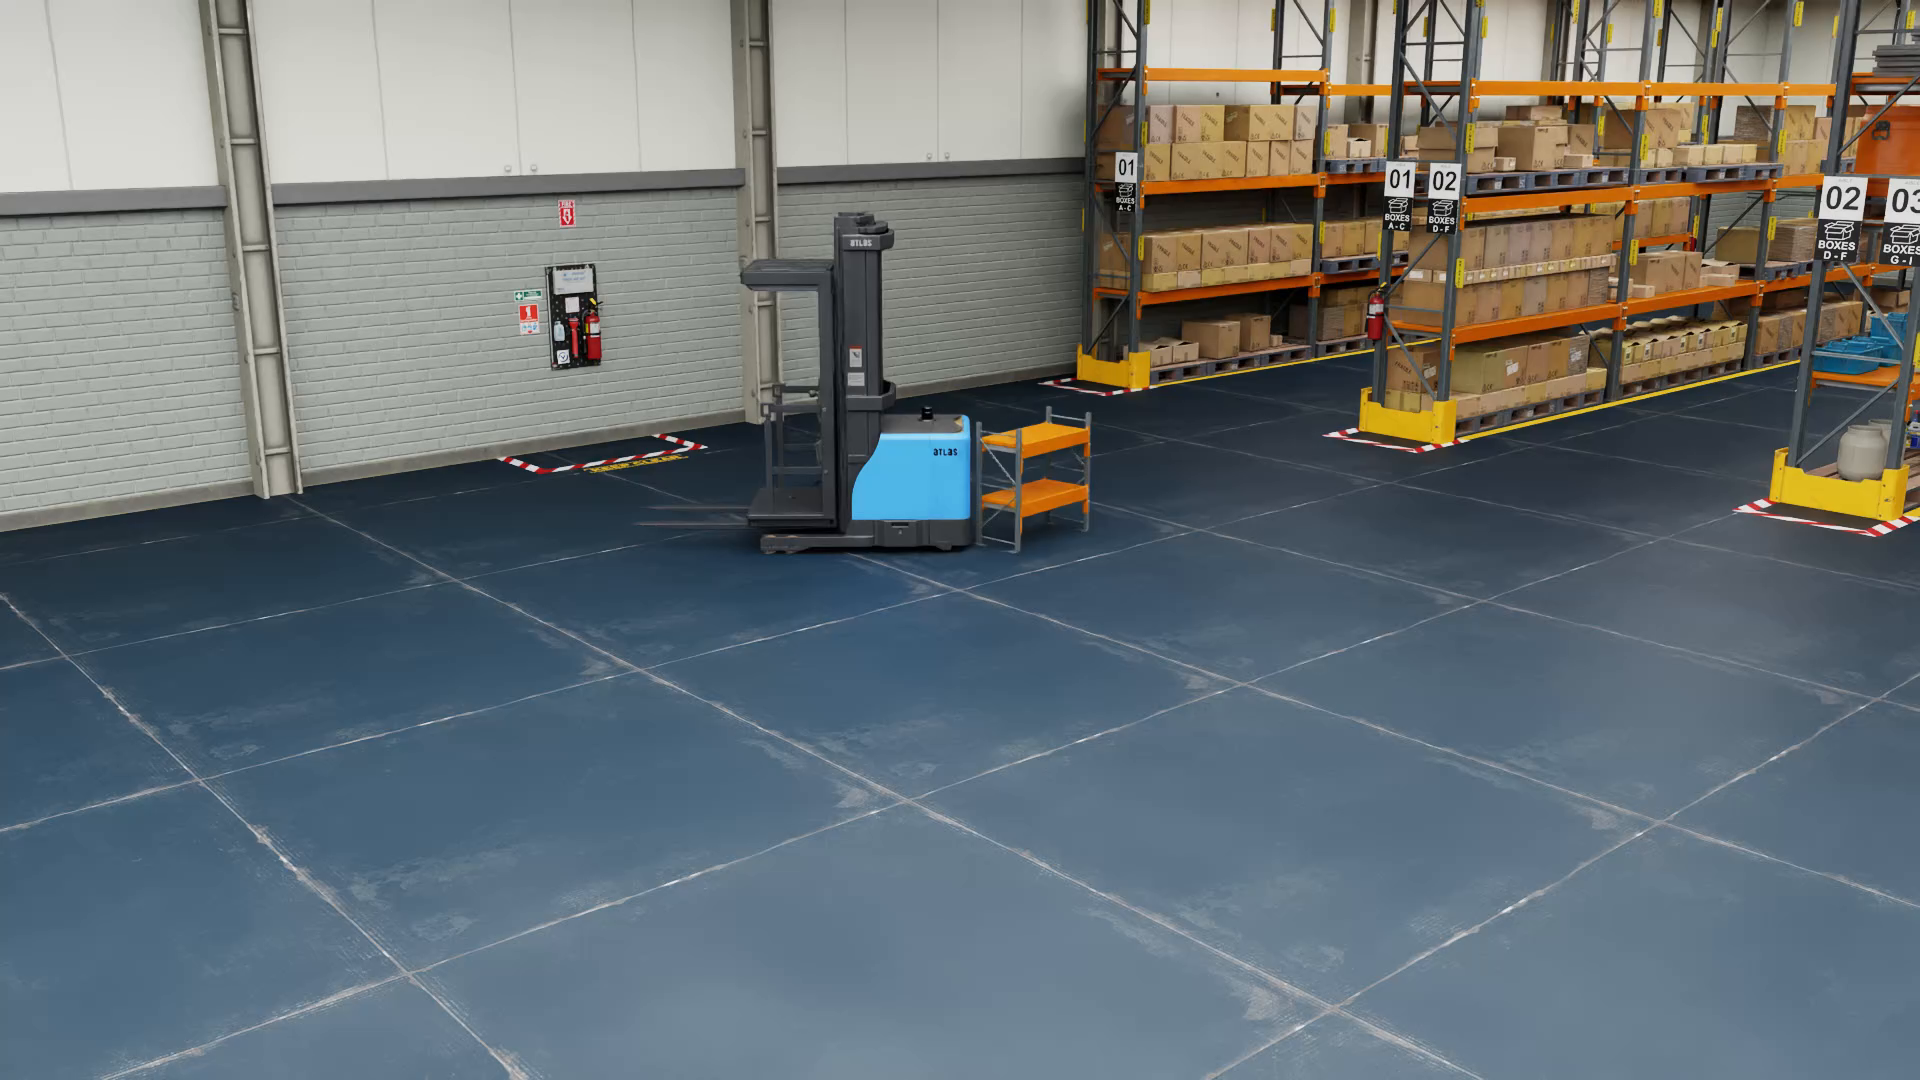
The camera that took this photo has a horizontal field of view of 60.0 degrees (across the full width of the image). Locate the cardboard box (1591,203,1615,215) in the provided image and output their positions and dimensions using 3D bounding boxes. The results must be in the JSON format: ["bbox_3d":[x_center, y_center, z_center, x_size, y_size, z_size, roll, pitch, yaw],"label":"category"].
[{"bbox_3d":[11.583,-5.939,31.090,0.700,0.700,0.980,-12,19,-39],"label":"cardboard box"}]

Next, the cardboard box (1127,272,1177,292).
[{"bbox_3d":[2.687,-3.631,23.281,0.500,0.250,0.500,-13,20,-41],"label":"cardboard box"}]

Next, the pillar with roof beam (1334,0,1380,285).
[{"bbox_3d":[9.423,-7.036,24.154,0.400,9.000,9.100,-13,19,-39],"label":"pillar with roof beam"}]

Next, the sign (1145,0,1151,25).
[{"bbox_3d":[2.467,-6.955,21.886,0.005,0.325,0.100,-13,19,-39],"label":"sign"}]

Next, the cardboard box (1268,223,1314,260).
[{"bbox_3d":[4.974,-4.509,25.118,0.500,0.500,0.500,-13,20,-39],"label":"cardboard box"}]

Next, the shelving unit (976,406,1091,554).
[{"bbox_3d":[0.674,-0.567,15.194,0.538,1.125,1.048,13,19,39],"label":"shelving unit"}]

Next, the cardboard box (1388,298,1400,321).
[{"bbox_3d":[6.815,-3.746,27.454,0.500,0.500,0.700,-13,20,-40],"label":"cardboard box"}]

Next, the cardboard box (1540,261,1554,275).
[{"bbox_3d":[7.161,-3.400,20.715,0.250,0.149,0.380,-12,19,-38],"label":"cardboard box"}]

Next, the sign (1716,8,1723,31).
[{"bbox_3d":[11.037,-7.556,24.136,0.005,0.325,0.100,-13,19,-39],"label":"sign"}]

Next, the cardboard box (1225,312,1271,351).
[{"bbox_3d":[4.371,-3.171,25.302,0.500,0.500,0.500,14,21,43],"label":"cardboard box"}]

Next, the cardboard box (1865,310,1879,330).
[{"bbox_3d":[14.876,-3.684,27.588,0.500,0.311,0.500,-13,19,-39],"label":"cardboard box"}]

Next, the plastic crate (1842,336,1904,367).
[{"bbox_3d":[9.289,-1.924,16.928,0.408,0.251,0.499,-13,19,-39],"label":"plastic crate"}]

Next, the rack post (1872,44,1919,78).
[{"bbox_3d":[9.268,-4.504,15.643,0.954,0.300,0.937,-10,18,-33],"label":"rack post"}]

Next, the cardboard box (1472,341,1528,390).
[{"bbox_3d":[6.660,-2.165,20.605,0.500,0.500,0.500,-13,19,-39],"label":"cardboard box"}]

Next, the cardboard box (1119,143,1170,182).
[{"bbox_3d":[2.527,-5.188,22.814,0.500,0.500,0.500,-12,19,-38],"label":"cardboard box"}]

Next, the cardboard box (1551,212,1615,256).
[{"bbox_3d":[8.052,-3.985,21.649,0.500,0.500,0.700,-13,19,-39],"label":"cardboard box"}]

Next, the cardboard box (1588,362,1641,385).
[{"bbox_3d":[8.850,-2.281,22.491,0.500,0.250,0.500,-13,20,-41],"label":"cardboard box"}]

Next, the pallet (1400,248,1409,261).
[{"bbox_3d":[7.678,-4.794,27.755,1.003,0.211,1.213,-13,19,-39],"label":"pallet"}]

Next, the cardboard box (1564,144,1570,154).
[{"bbox_3d":[7.422,-4.938,21.198,0.500,0.311,0.500,-14,20,-42],"label":"cardboard box"}]

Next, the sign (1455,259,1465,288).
[{"bbox_3d":[5.725,-3.056,19.048,0.005,0.325,0.100,-13,19,-39],"label":"sign"}]

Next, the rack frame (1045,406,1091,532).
[{"bbox_3d":[1.006,-0.667,15.566,0.500,1.125,0.032,13,19,39],"label":"rack frame"}]

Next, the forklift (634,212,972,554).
[{"bbox_3d":[-1.414,-1.429,14.919,3.031,2.935,1.130,0,15,0],"label":"forklift"}]

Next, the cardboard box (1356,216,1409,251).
[{"bbox_3d":[6.872,-4.992,27.079,0.500,0.500,0.700,-13,19,-39],"label":"cardboard box"}]

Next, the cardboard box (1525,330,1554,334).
[{"bbox_3d":[7.455,-2.519,21.930,0.500,0.500,0.500,-13,19,-39],"label":"cardboard box"}]

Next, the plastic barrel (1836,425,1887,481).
[{"bbox_3d":[9.060,-0.871,16.706,0.421,0.512,0.421,0,15,0],"label":"plastic barrel"}]

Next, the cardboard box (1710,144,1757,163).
[{"bbox_3d":[11.095,-5.556,23.901,0.500,0.250,0.500,14,21,43],"label":"cardboard box"}]

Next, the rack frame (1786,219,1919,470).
[{"bbox_3d":[8.614,-1.744,15.966,0.127,3.000,1.000,-13,19,-39],"label":"rack frame"}]

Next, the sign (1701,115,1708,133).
[{"bbox_3d":[14.526,-8.114,32.438,0.005,0.325,0.100,-13,19,-39],"label":"sign"}]

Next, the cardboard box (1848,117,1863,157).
[{"bbox_3d":[13.989,-6.419,26.456,0.600,0.600,0.600,14,20,42],"label":"cardboard box"}]

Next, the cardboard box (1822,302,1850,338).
[{"bbox_3d":[13.855,-3.525,26.625,0.500,0.500,0.500,-13,19,-39],"label":"cardboard box"}]

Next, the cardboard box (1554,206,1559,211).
[{"bbox_3d":[10.587,-6.056,29.846,0.500,0.250,0.500,-12,19,-38],"label":"cardboard box"}]

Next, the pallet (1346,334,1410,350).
[{"bbox_3d":[6.635,-3.343,27.356,1.213,0.211,1.003,-13,19,-39],"label":"pallet"}]

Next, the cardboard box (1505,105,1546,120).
[{"bbox_3d":[10.007,-7.558,29.420,0.500,0.250,0.500,-13,20,-41],"label":"cardboard box"}]

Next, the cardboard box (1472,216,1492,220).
[{"bbox_3d":[8.680,-5.262,28.328,0.500,0.500,0.500,-12,19,-38],"label":"cardboard box"}]

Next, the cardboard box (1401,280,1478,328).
[{"bbox_3d":[5.726,-2.834,19.852,0.500,0.500,0.700,-13,19,-39],"label":"cardboard box"}]

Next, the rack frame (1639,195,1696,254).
[{"bbox_3d":[14.181,-6.383,33.334,0.127,3.000,1.000,-13,19,-39],"label":"rack frame"}]

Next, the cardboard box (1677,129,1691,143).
[{"bbox_3d":[13.802,-7.835,32.241,0.500,0.250,0.500,-12,19,-38],"label":"cardboard box"}]

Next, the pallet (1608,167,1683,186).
[{"bbox_3d":[9.040,-4.895,22.322,1.217,0.209,0.805,-14,20,-42],"label":"pallet"}]

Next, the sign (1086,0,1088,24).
[{"bbox_3d":[1.762,-7.210,22.689,0.005,0.325,0.100,-13,19,-39],"label":"sign"}]

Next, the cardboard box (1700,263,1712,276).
[{"bbox_3d":[10.598,-3.907,24.238,0.500,0.311,0.500,-13,20,-40],"label":"cardboard box"}]

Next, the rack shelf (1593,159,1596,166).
[{"bbox_3d":[9.654,-6.468,29.234,4.000,0.370,1.077,-13,19,-39],"label":"rack shelf"}]

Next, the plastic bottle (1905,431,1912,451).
[{"bbox_3d":[10.259,-1.075,18.030,0.097,0.201,0.097,0,15,0],"label":"plastic bottle"}]

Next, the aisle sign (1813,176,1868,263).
[{"bbox_3d":[8.365,-3.045,15.801,0.004,0.787,0.394,-13,19,-39],"label":"aisle sign"}]

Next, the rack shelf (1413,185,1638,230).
[{"bbox_3d":[6.874,-4.149,20.553,4.000,0.370,1.077,-13,19,-39],"label":"rack shelf"}]

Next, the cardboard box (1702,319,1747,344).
[{"bbox_3d":[11.167,-3.073,24.369,0.500,0.311,0.500,-12,19,-38],"label":"cardboard box"}]

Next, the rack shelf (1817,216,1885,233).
[{"bbox_3d":[10.123,-3.184,16.940,4.000,0.370,1.077,-13,19,-39],"label":"rack shelf"}]

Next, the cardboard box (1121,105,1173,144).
[{"bbox_3d":[2.561,-5.681,22.722,0.500,0.500,0.500,14,21,43],"label":"cardboard box"}]

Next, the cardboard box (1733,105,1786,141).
[{"bbox_3d":[11.733,-6.117,24.395,0.500,0.500,0.500,-13,19,-39],"label":"cardboard box"}]

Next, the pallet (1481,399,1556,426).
[{"bbox_3d":[6.834,-1.705,21.224,1.213,0.211,1.003,-13,19,-39],"label":"pallet"}]

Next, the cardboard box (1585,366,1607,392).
[{"bbox_3d":[8.176,-2.140,21.963,0.500,0.250,0.500,-13,19,-39],"label":"cardboard box"}]

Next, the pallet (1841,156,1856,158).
[{"bbox_3d":[13.880,-6.003,26.464,1.003,0.211,1.213,-13,19,-39],"label":"pallet"}]

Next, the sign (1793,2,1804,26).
[{"bbox_3d":[11.767,-7.383,23.335,0.005,0.325,0.100,-13,19,-39],"label":"sign"}]

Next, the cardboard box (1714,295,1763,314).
[{"bbox_3d":[11.991,-3.646,25.624,0.500,0.250,0.500,-12,19,-37],"label":"cardboard box"}]

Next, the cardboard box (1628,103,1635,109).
[{"bbox_3d":[12.269,-7.850,30.844,0.500,0.500,0.500,-13,20,-40],"label":"cardboard box"}]
